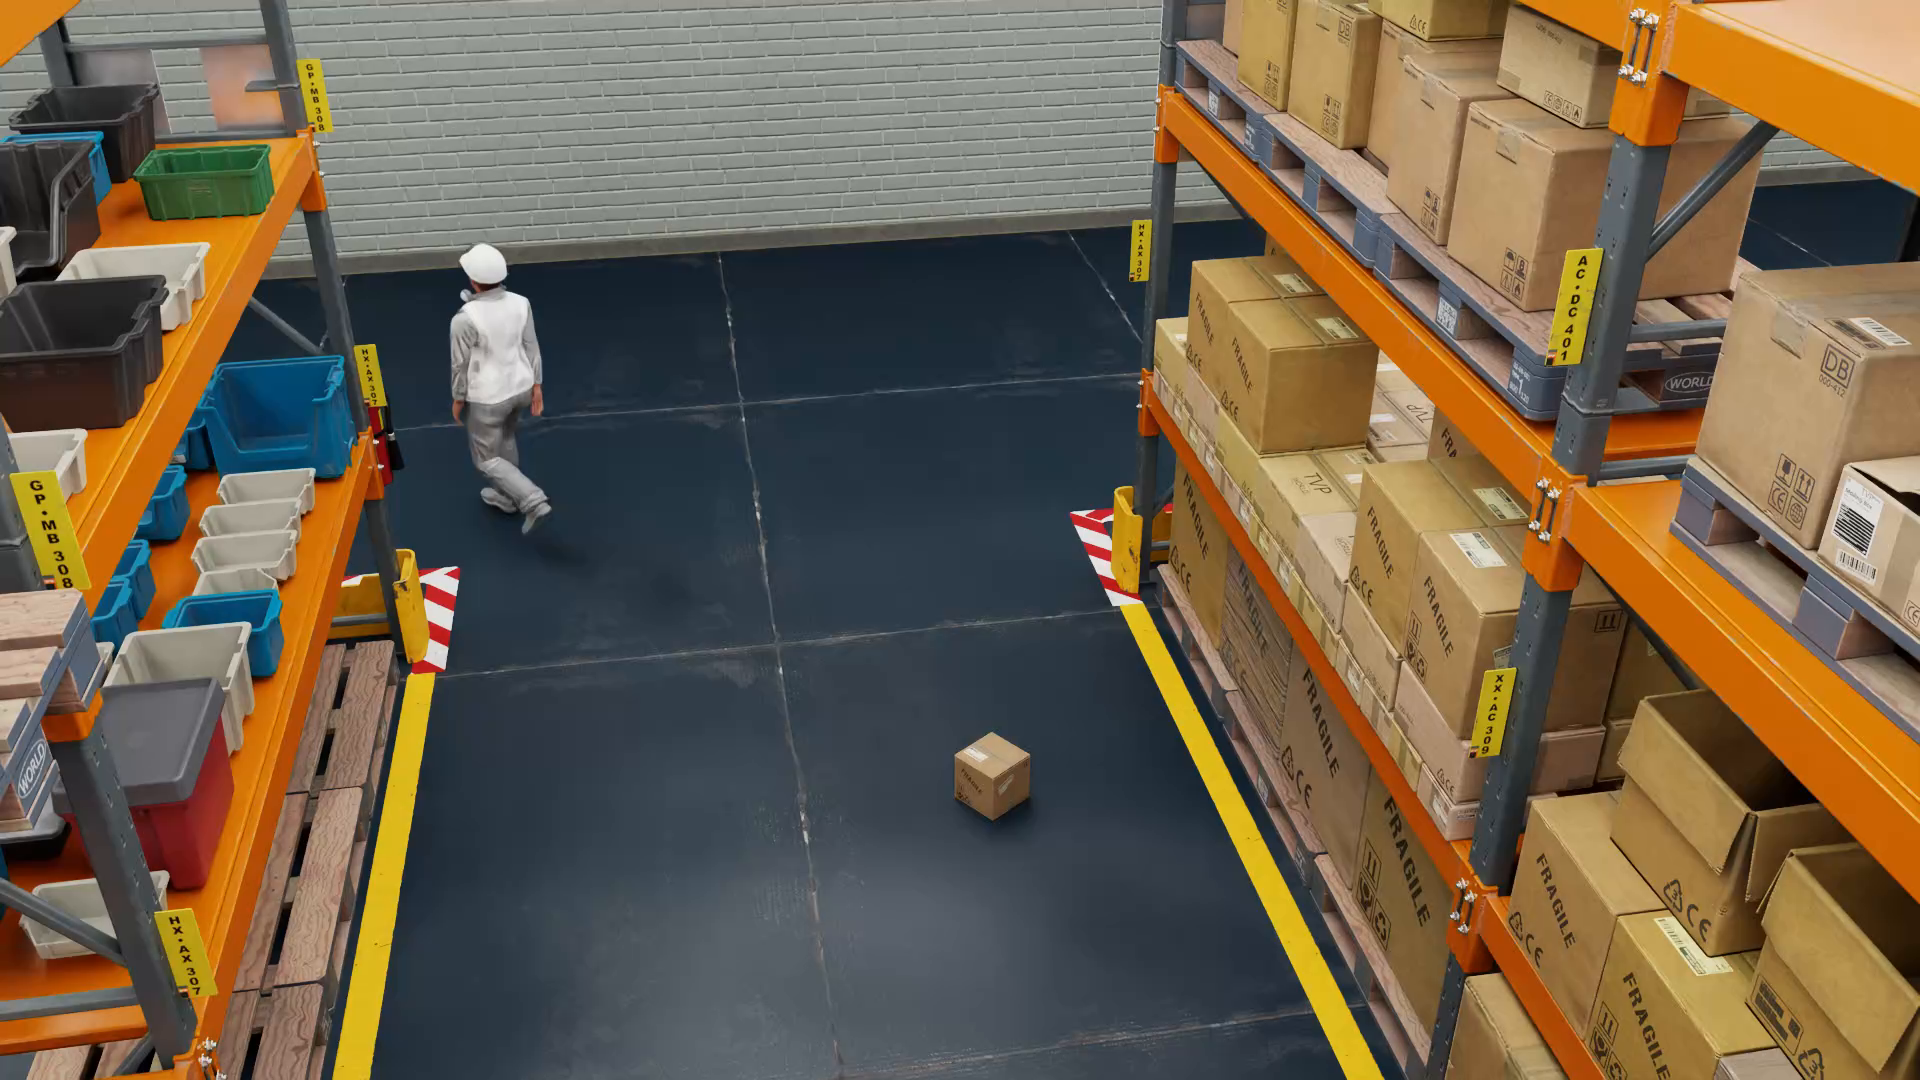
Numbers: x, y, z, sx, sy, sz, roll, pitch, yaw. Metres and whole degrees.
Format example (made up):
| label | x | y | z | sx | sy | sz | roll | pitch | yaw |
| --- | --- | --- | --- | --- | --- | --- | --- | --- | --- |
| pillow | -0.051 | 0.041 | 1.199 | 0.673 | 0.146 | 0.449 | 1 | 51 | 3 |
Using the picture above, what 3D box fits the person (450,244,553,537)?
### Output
| label | x | y | z | sx | sy | sz | roll | pitch | yaw |
| --- | --- | --- | --- | --- | --- | --- | --- | --- | --- |
| person | -2.638 | -0.859 | 9.551 | 0.840 | 1.747 | 0.529 | 21 | 36 | 31 |
